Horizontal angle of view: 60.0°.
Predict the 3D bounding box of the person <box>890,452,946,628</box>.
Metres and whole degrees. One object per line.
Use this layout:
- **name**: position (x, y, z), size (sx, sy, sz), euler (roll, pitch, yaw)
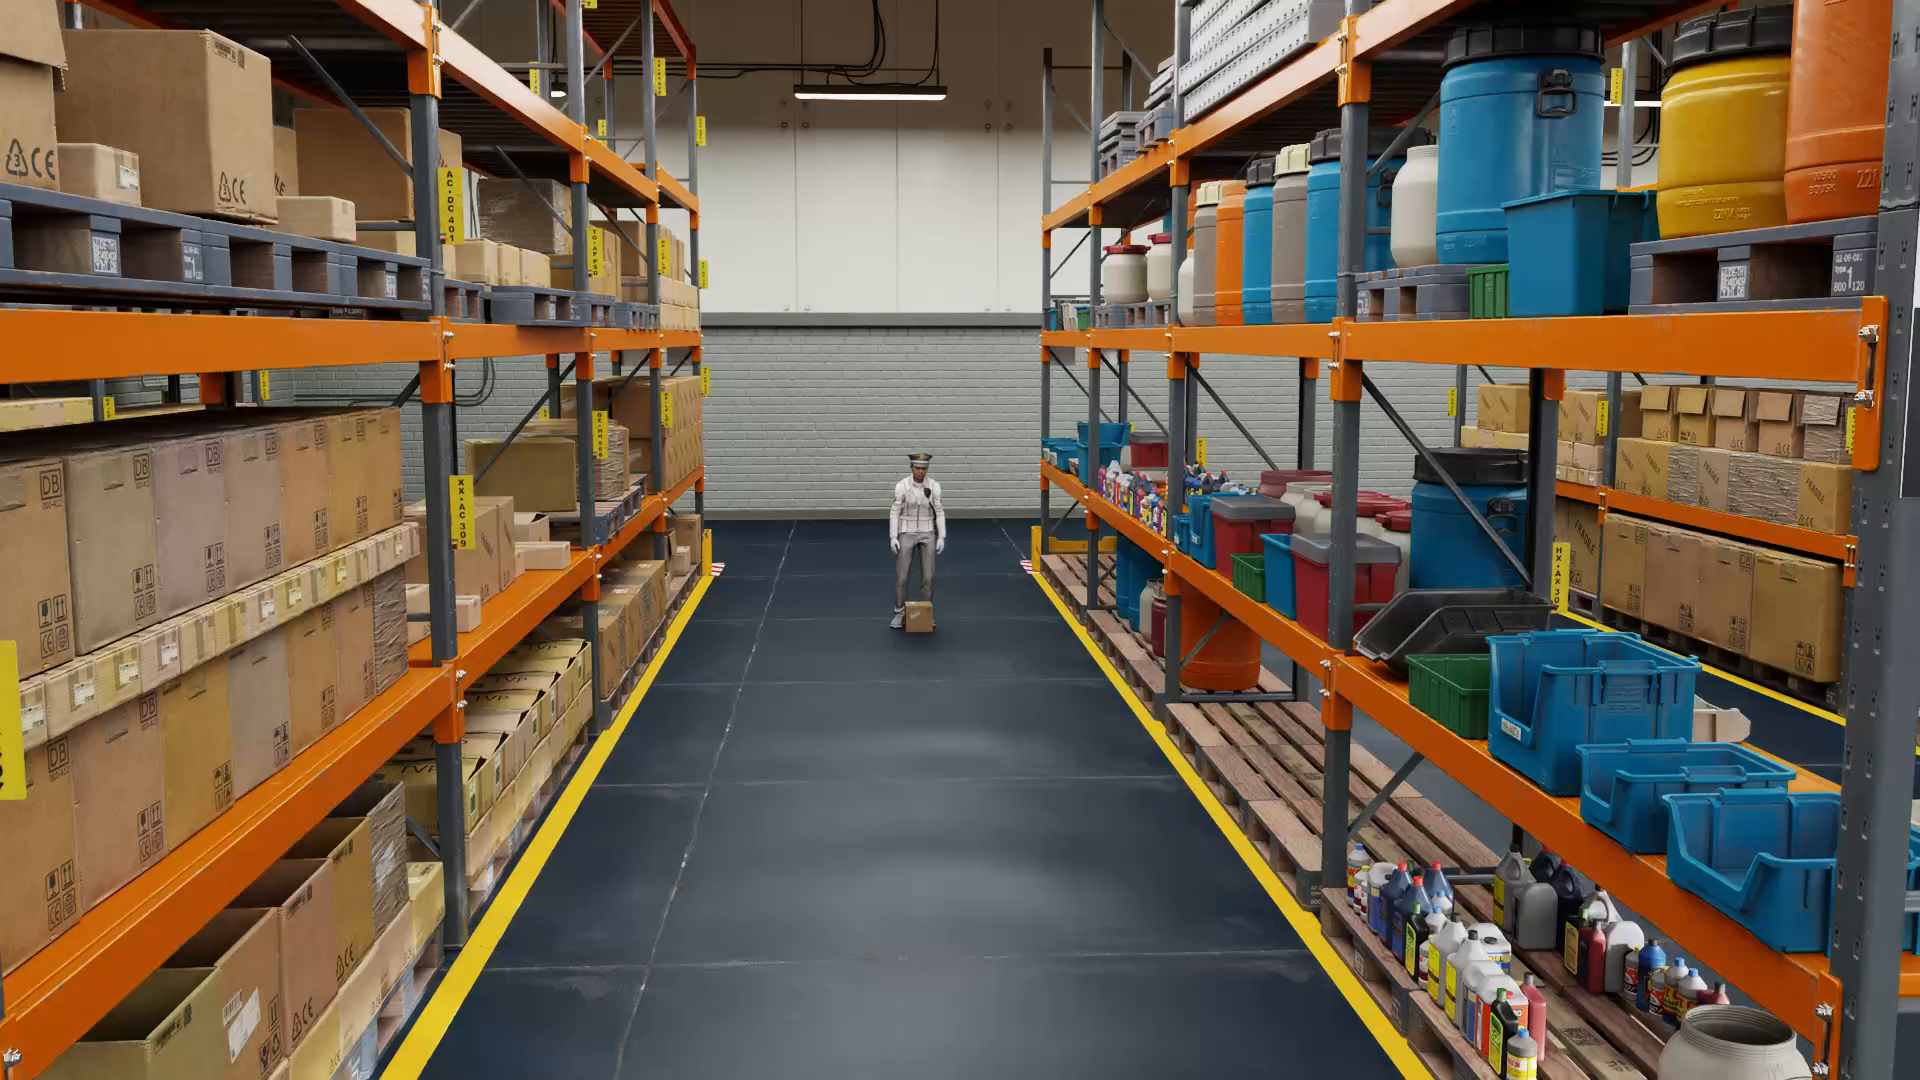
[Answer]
- **person**: position (-0.404, -0.009, 15.795), size (0.547, 1.667, 0.369), euler (-1, 7, -7)
